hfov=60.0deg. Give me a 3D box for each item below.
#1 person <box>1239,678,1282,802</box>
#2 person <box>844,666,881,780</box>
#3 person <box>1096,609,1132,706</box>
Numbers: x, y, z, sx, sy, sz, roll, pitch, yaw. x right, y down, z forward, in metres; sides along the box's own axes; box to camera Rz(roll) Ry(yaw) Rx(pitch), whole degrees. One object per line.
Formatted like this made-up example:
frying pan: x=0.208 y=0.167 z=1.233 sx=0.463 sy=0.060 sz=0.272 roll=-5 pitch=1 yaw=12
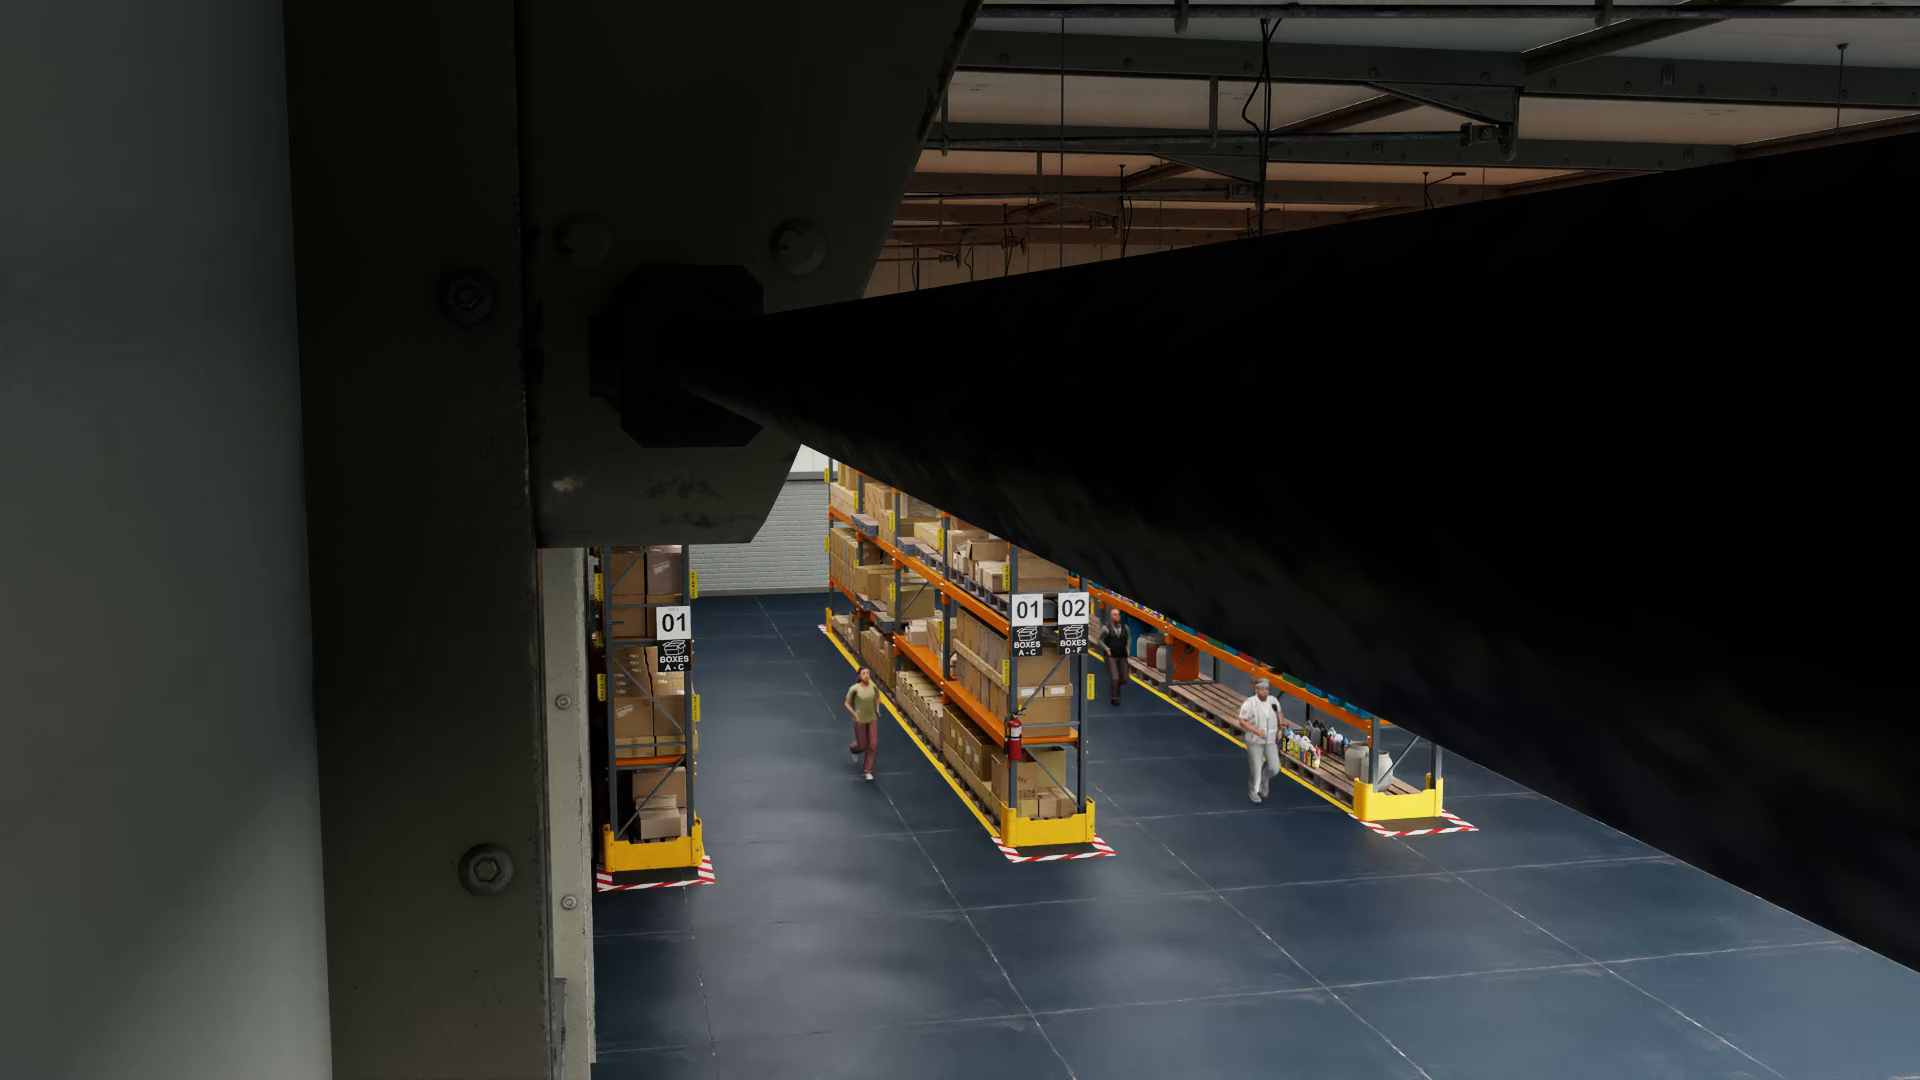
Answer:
person: x=4.187 y=2.752 z=22.881 sx=0.690 sy=1.749 sz=0.591 roll=-2 pitch=7 yaw=-13
person: x=-1.398 y=2.644 z=24.324 sx=0.579 sy=1.641 sz=0.731 roll=-3 pitch=7 yaw=-23
person: x=2.720 y=2.047 z=29.120 sx=0.657 sy=1.672 sz=0.609 roll=-2 pitch=7 yaw=-13
